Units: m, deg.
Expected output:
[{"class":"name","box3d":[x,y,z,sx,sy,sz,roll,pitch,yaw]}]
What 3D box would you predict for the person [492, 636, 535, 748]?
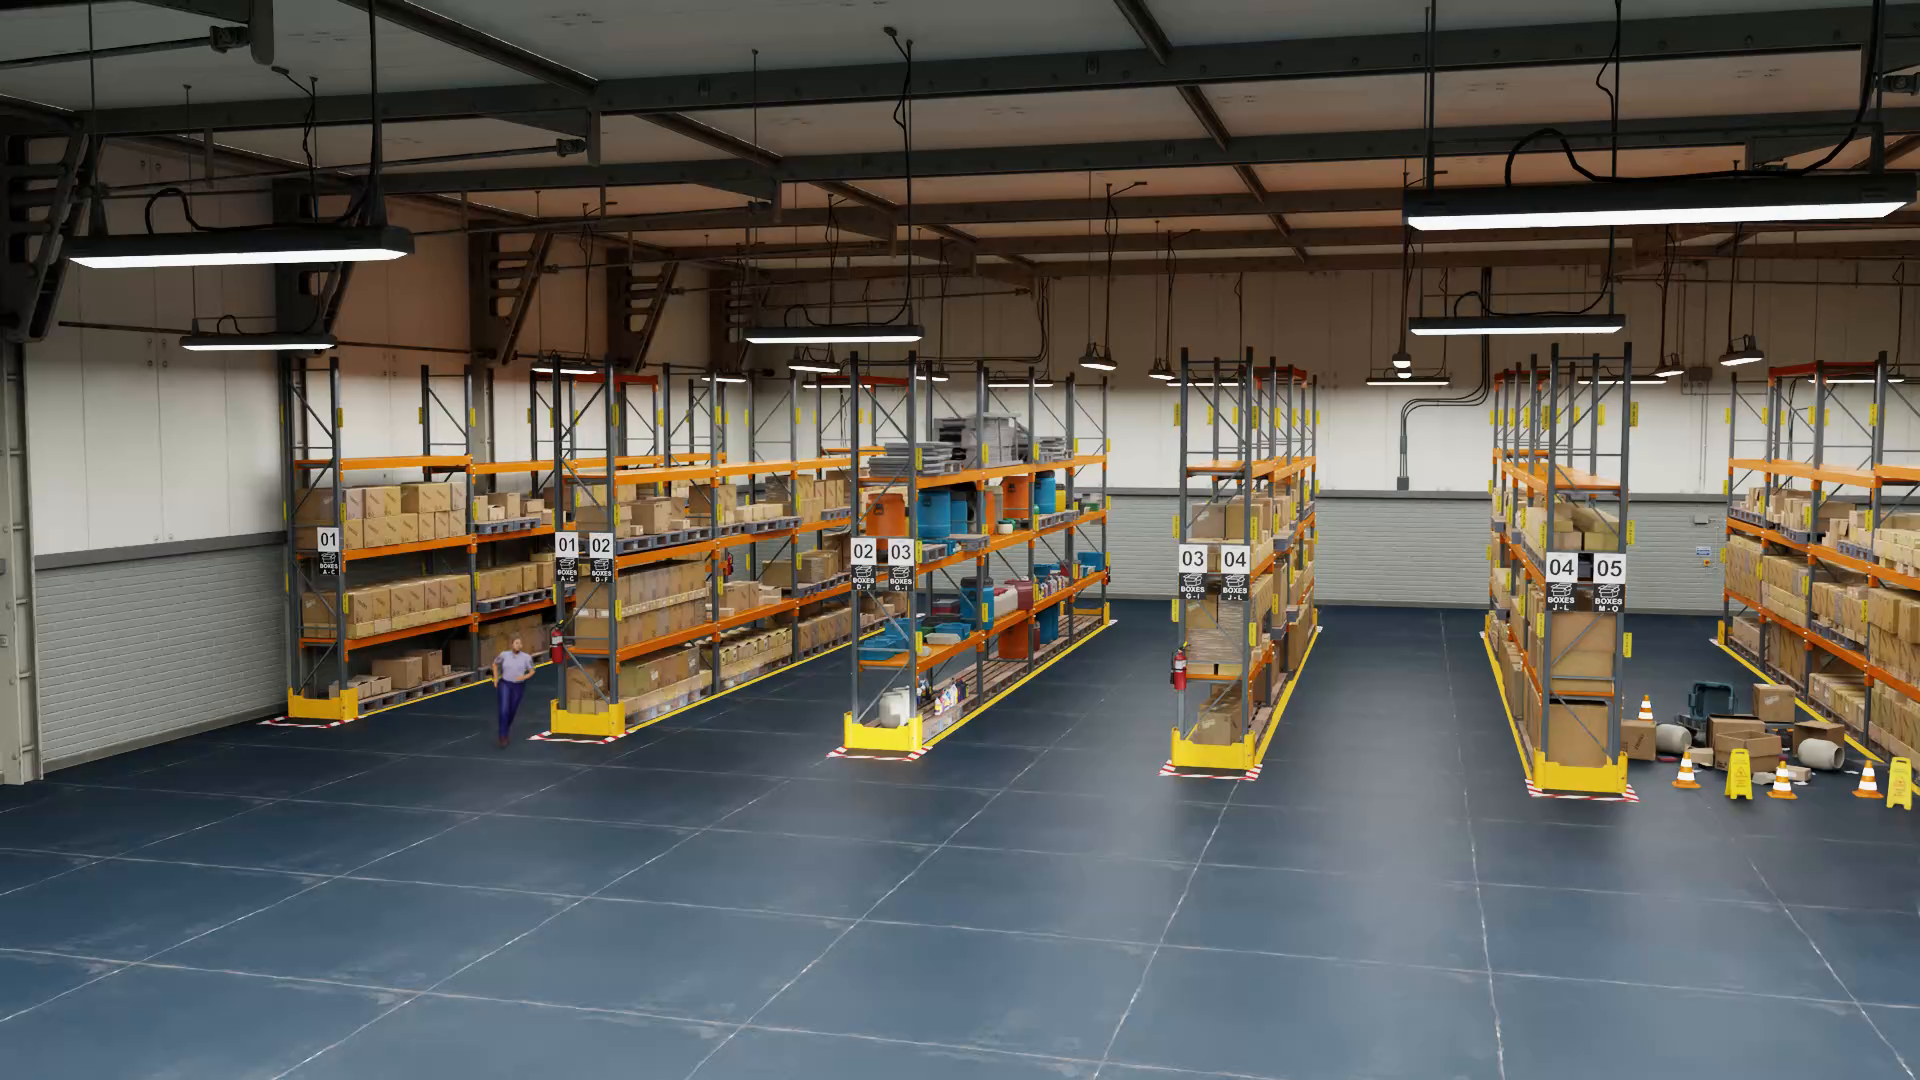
[{"class":"person","box3d":[-6.879,2.314,25.659,0.606,1.661,0.784,-2,5,-24]}]
